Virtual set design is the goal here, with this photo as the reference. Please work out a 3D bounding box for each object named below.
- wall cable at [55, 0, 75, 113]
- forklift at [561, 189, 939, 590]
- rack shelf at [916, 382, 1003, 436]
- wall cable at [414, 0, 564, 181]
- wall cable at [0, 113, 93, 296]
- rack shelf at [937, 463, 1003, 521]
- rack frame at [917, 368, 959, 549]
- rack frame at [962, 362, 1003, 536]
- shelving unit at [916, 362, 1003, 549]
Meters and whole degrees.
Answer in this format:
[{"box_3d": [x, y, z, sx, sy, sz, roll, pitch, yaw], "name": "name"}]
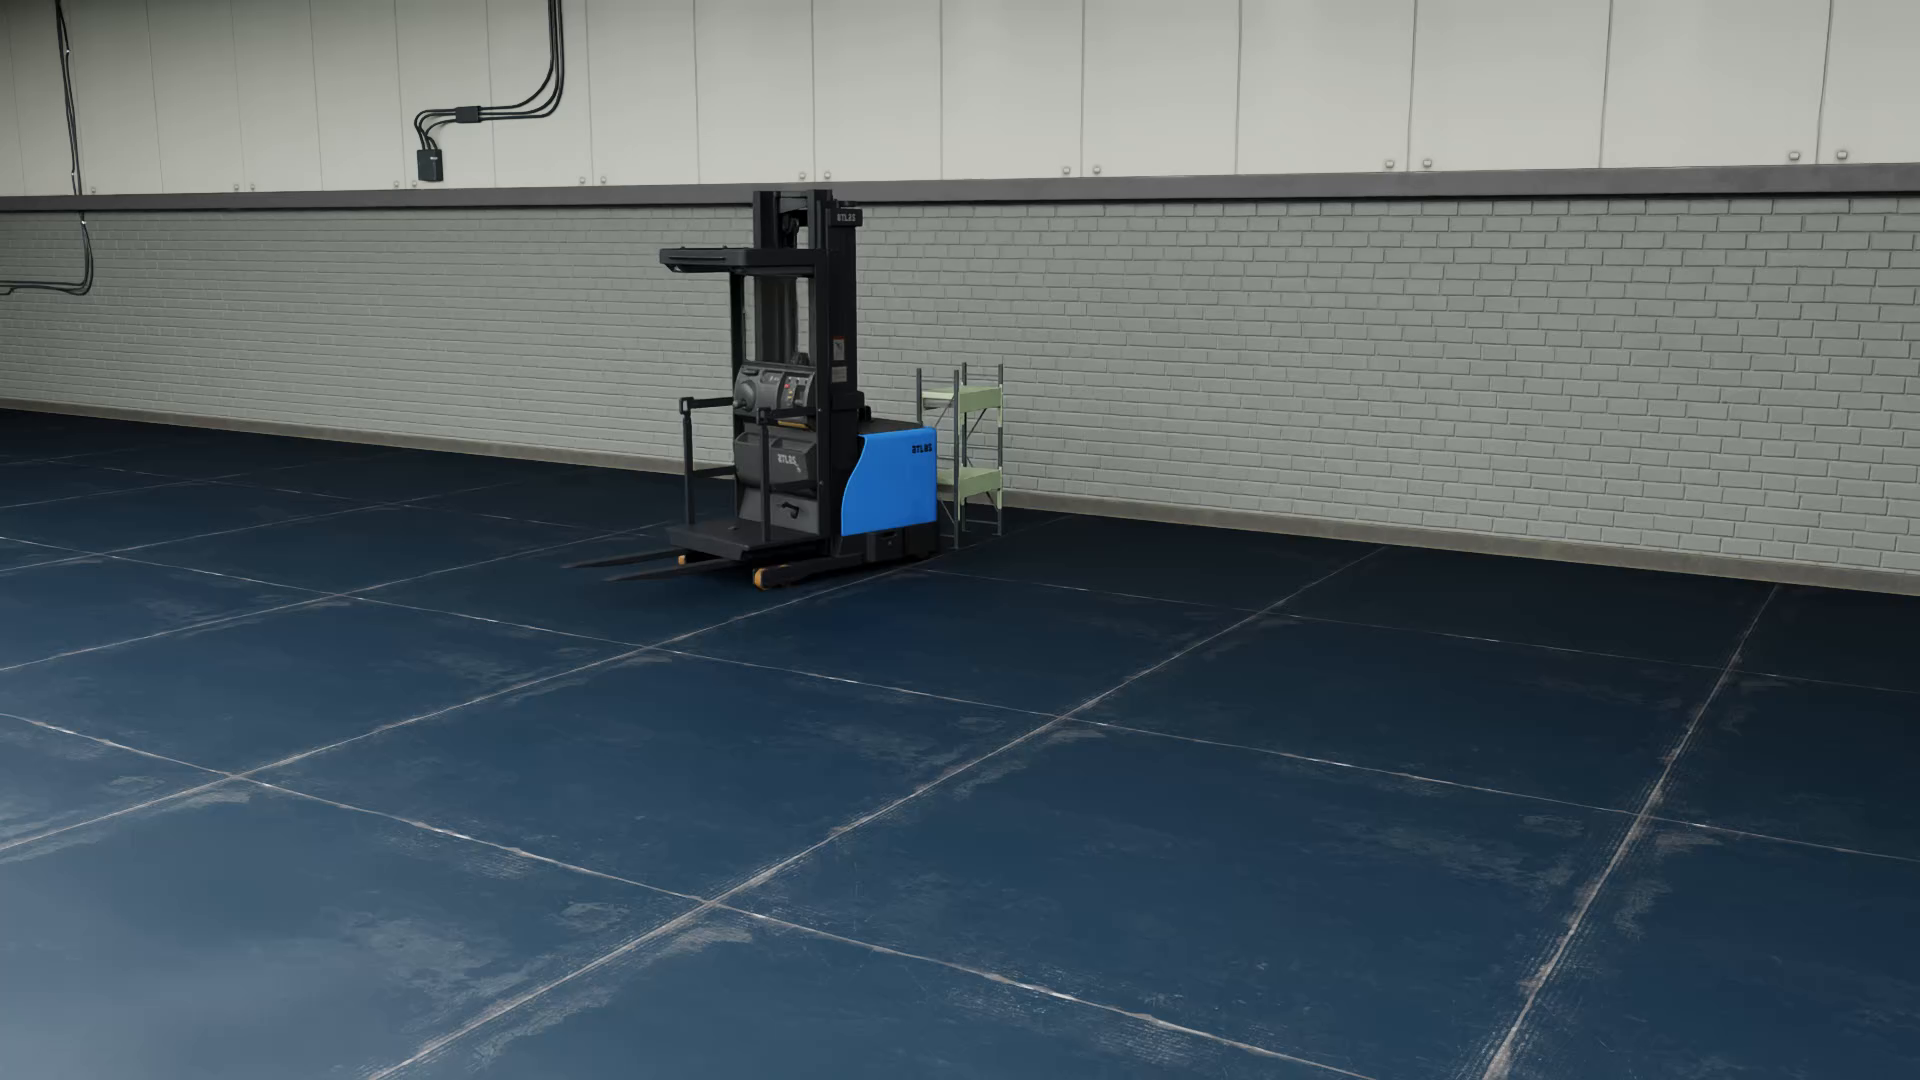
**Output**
[{"box_3d": [-11.131, -6.990, 21.967, 3.097, 2.526, 0.112, 6, 12, 31], "name": "wall cable"}, {"box_3d": [-1.587, -1.175, 12.681, 3.031, 2.935, 1.130, -10, 14, -42], "name": "forklift"}, {"box_3d": [0.003, -1.122, 14.164, 0.431, 0.370, 0.720, 6, 12, 31], "name": "rack shelf"}, {"box_3d": [-5.338, -7.055, 18.356, 2.305, 6.003, 0.169, 6, 12, 31], "name": "wall cable"}, {"box_3d": [-13.443, -4.766, 23.813, 3.097, 2.526, 0.112, 6, 12, 31], "name": "wall cable"}, {"box_3d": [0.003, -0.418, 14.296, 0.431, 0.370, 0.720, 6, 12, 31], "name": "rack shelf"}, {"box_3d": [-0.187, -0.681, 13.929, 0.400, 1.500, 0.023, 6, 12, 31], "name": "rack frame"}, {"box_3d": [0.193, -0.796, 14.544, 0.400, 1.500, 0.023, 6, 12, 31], "name": "rack frame"}, {"box_3d": [0.003, -0.738, 14.236, 0.431, 1.500, 0.755, 6, 12, 31], "name": "shelving unit"}]
